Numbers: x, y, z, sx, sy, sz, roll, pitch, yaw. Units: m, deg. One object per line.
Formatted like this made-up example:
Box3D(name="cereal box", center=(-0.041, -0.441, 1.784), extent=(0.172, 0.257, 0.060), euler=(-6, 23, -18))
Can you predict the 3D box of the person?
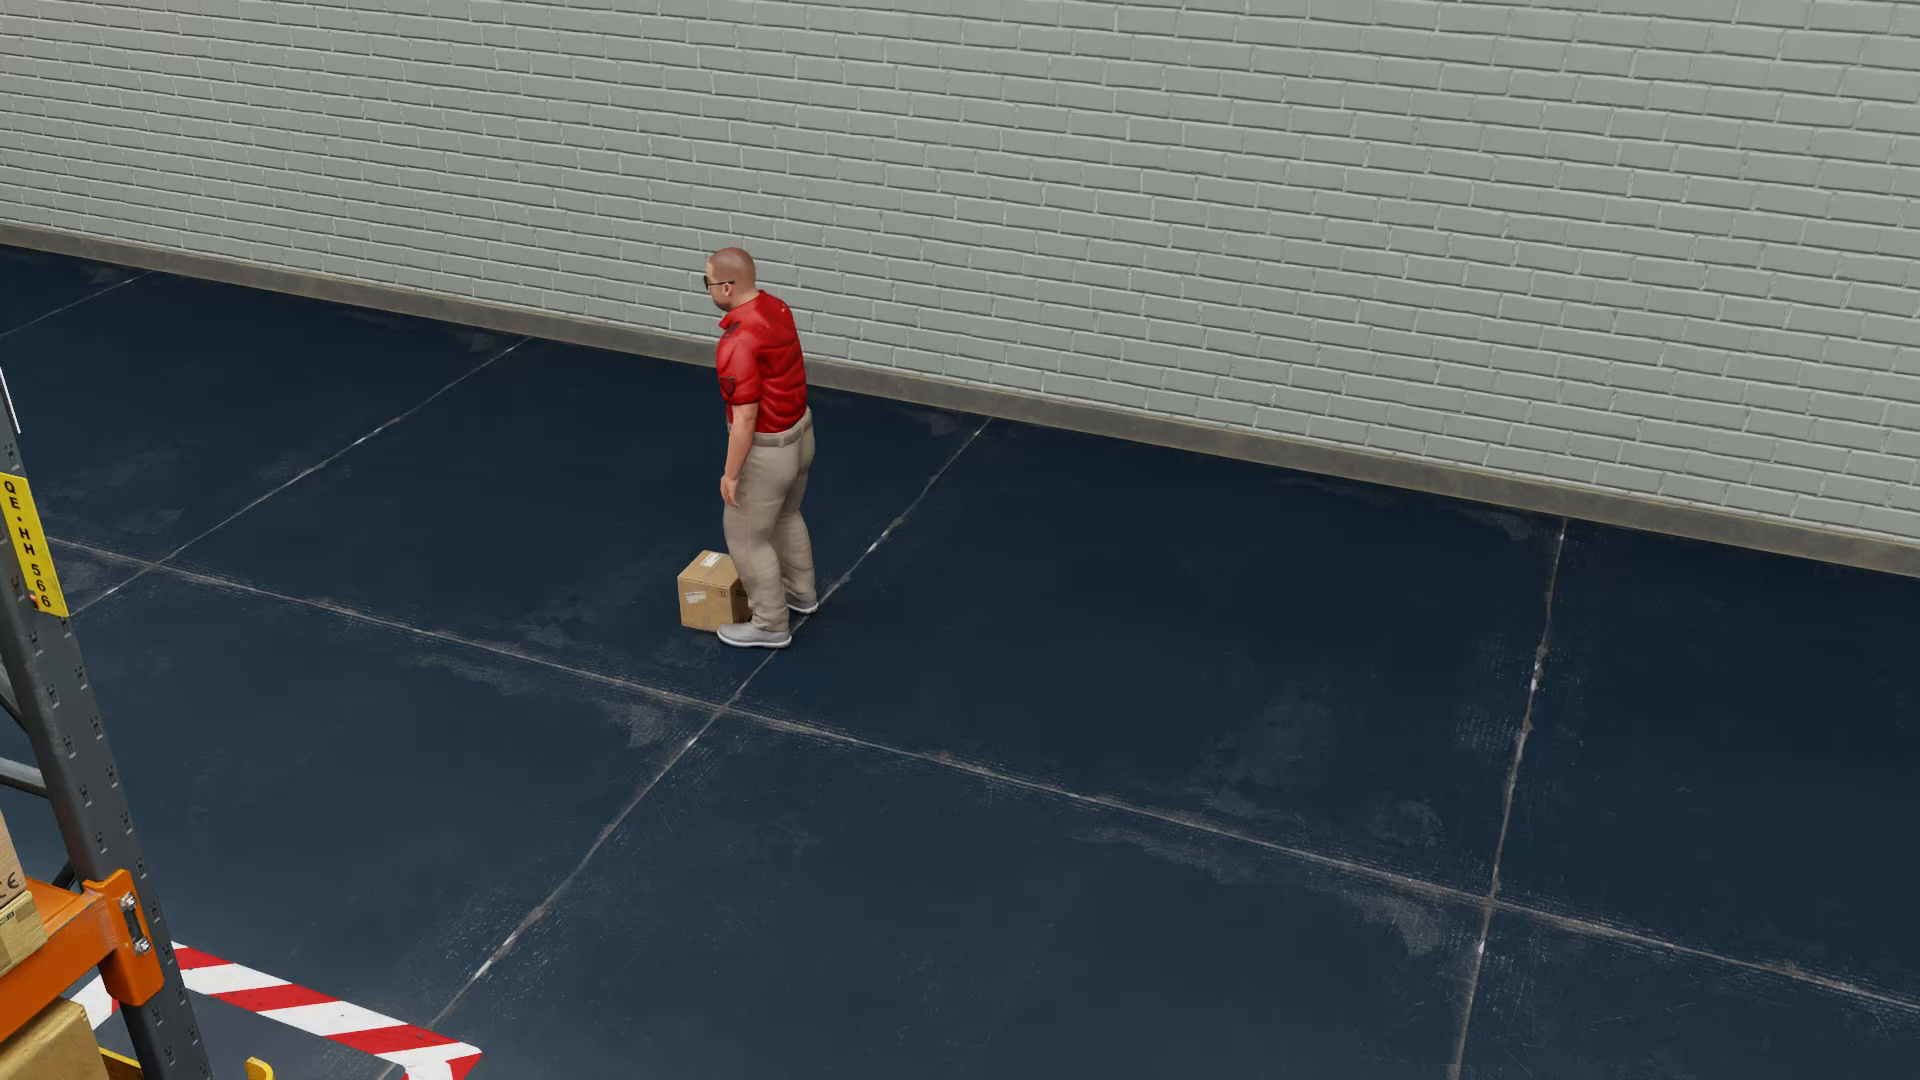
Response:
Box3D(name="person", center=(-0.812, -0.370, 6.797), extent=(0.393, 1.726, 0.606), euler=(9, 31, 16))
